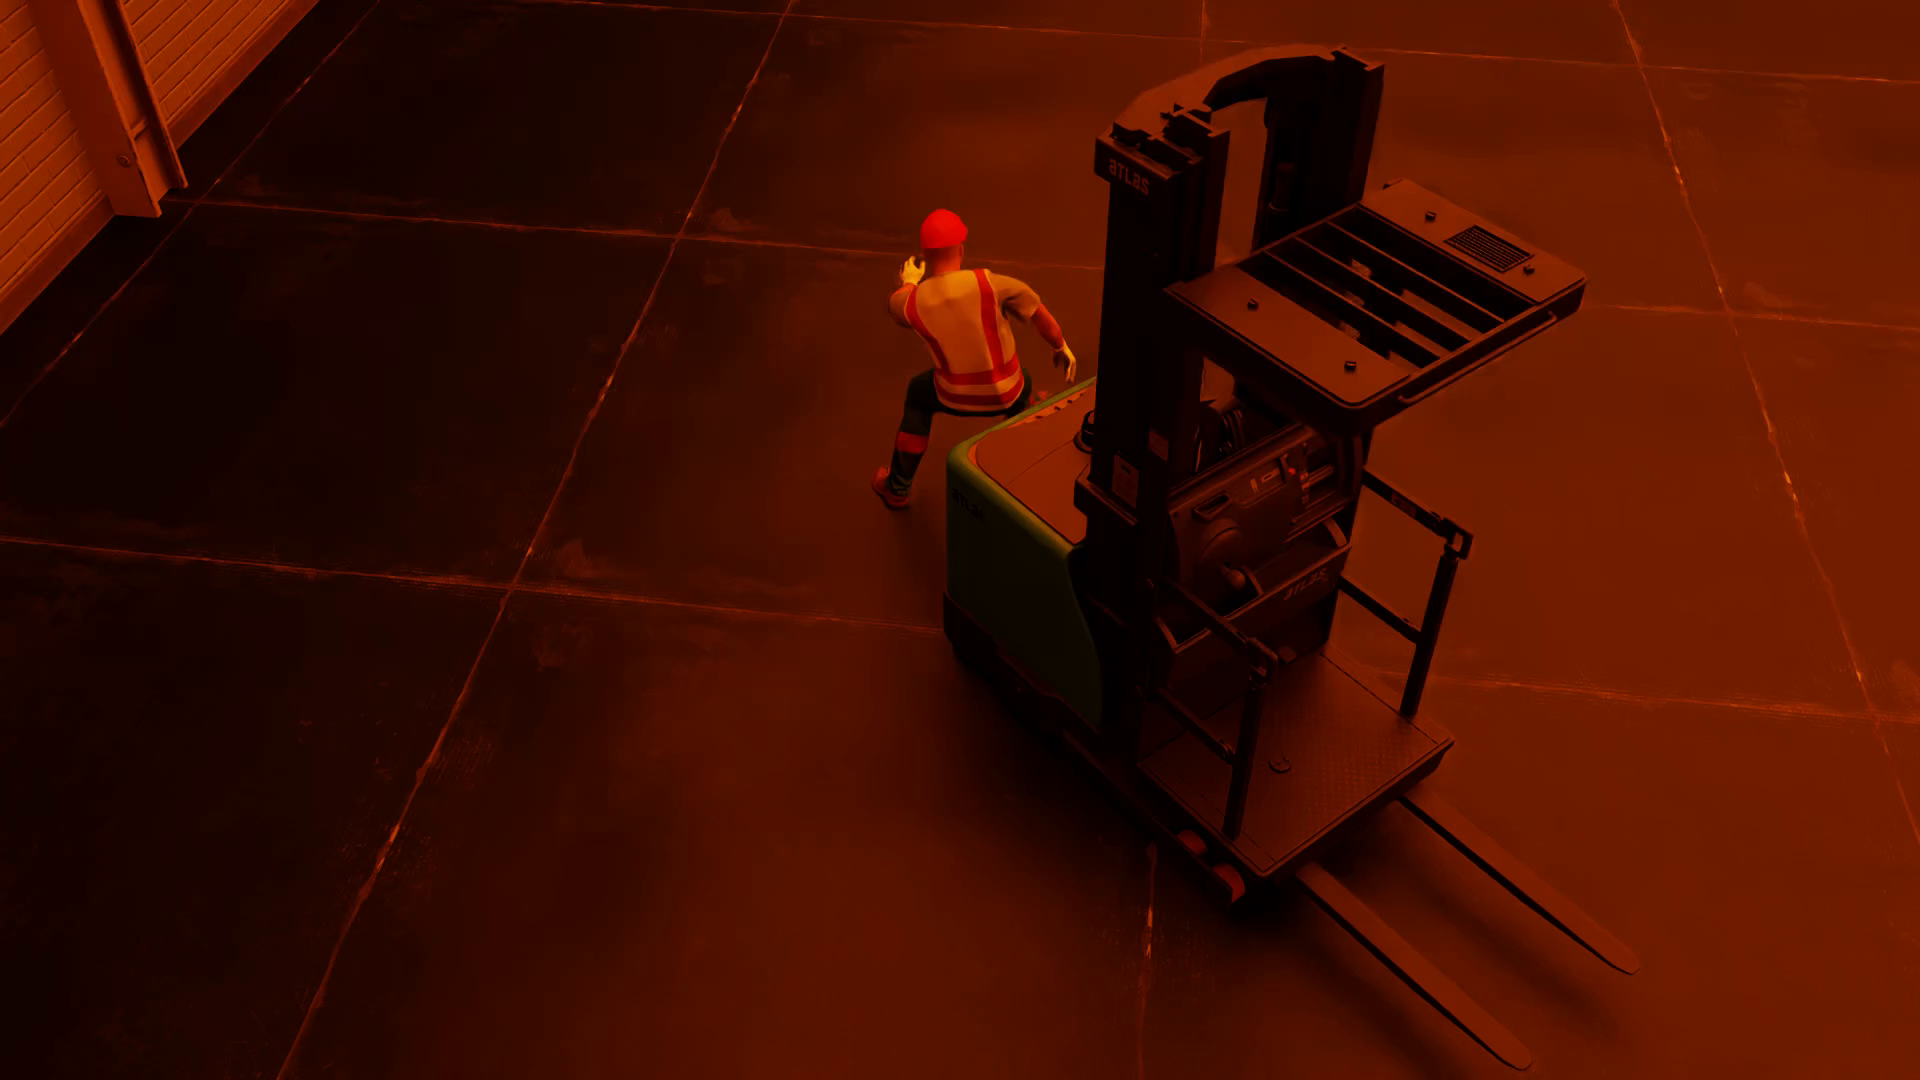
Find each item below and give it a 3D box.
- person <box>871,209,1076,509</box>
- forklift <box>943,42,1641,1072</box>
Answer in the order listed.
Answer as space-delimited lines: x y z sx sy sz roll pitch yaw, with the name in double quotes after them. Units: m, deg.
0.063 -0.961 7.800 0.967 1.555 1.000 3 43 3 "person"
1.229 -0.068 5.798 1.130 2.935 3.031 -28 49 -27 "forklift"
